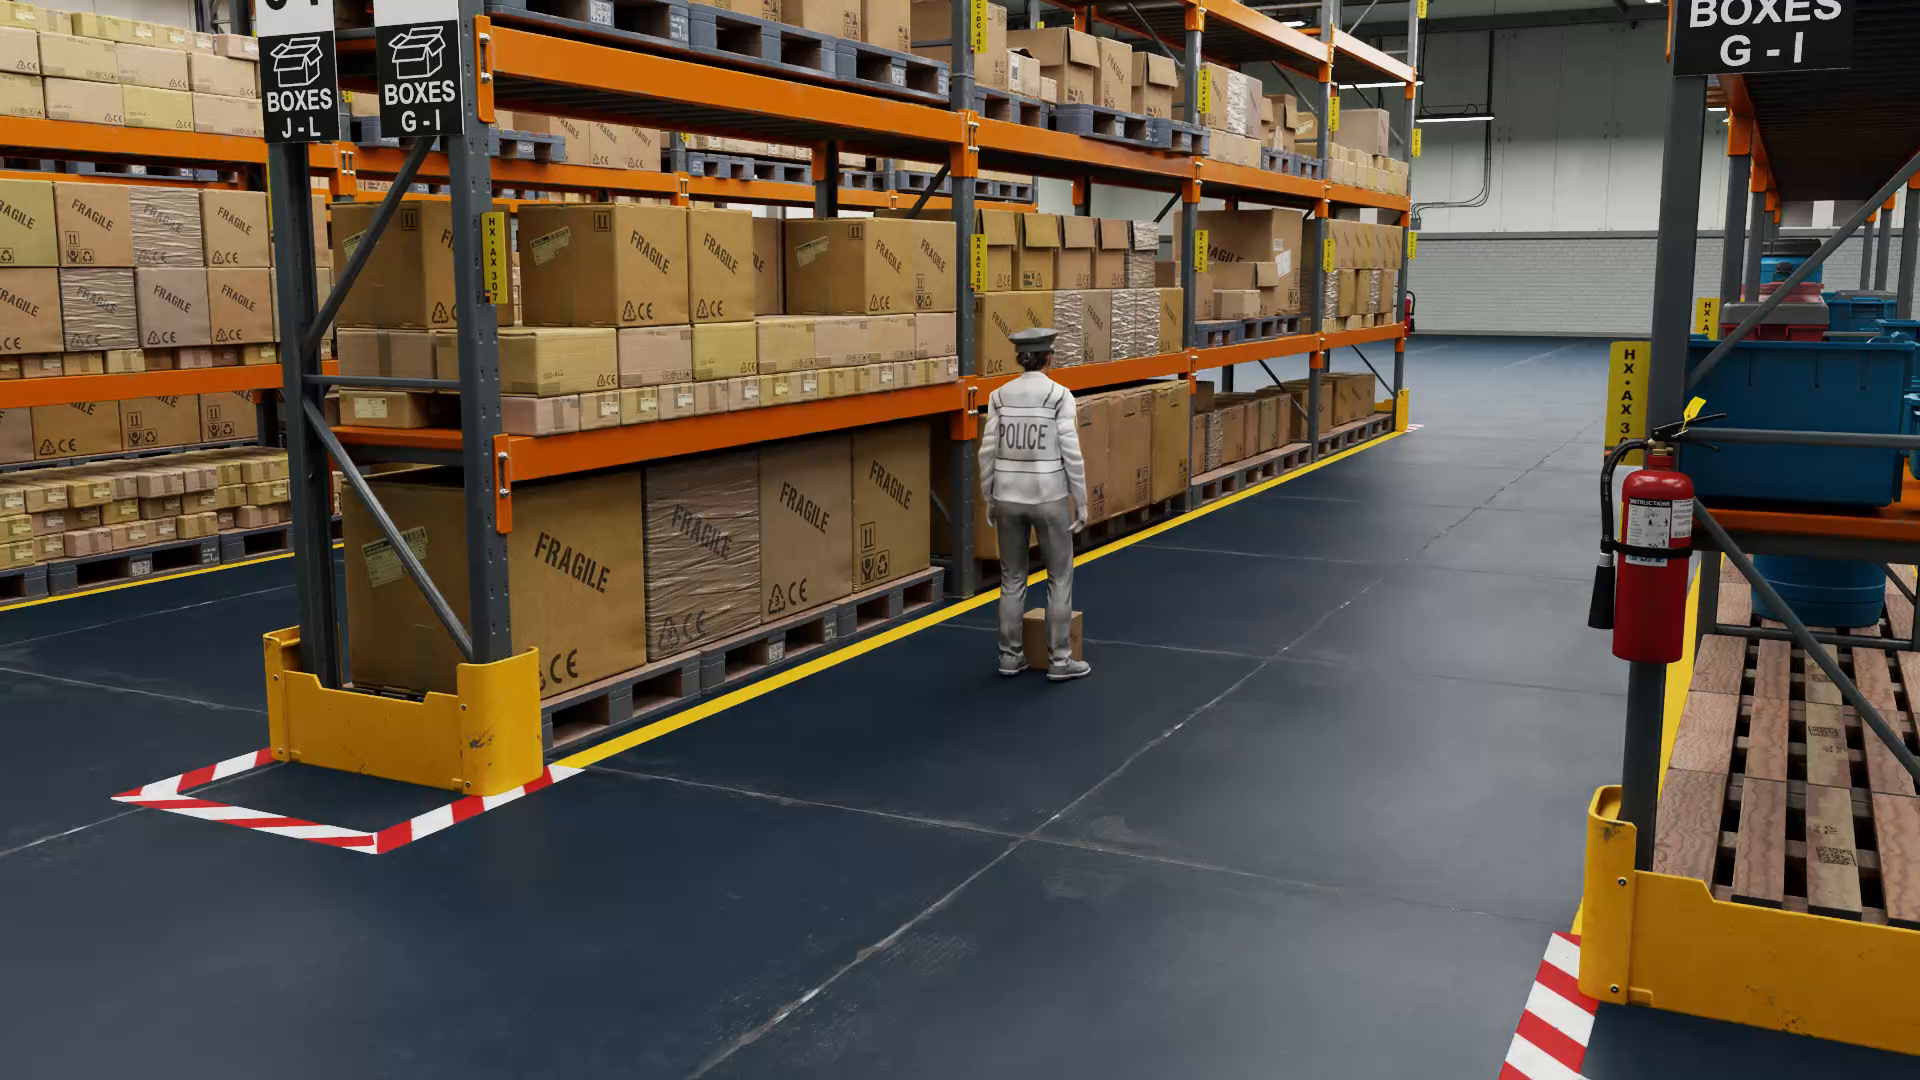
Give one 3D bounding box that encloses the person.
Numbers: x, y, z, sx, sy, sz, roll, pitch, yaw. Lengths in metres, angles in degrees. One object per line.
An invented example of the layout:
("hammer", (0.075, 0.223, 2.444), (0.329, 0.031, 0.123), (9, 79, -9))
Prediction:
("person", (0.349, -0.169, 7.911), (0.532, 1.662, 0.372), (4, 10, 23))
